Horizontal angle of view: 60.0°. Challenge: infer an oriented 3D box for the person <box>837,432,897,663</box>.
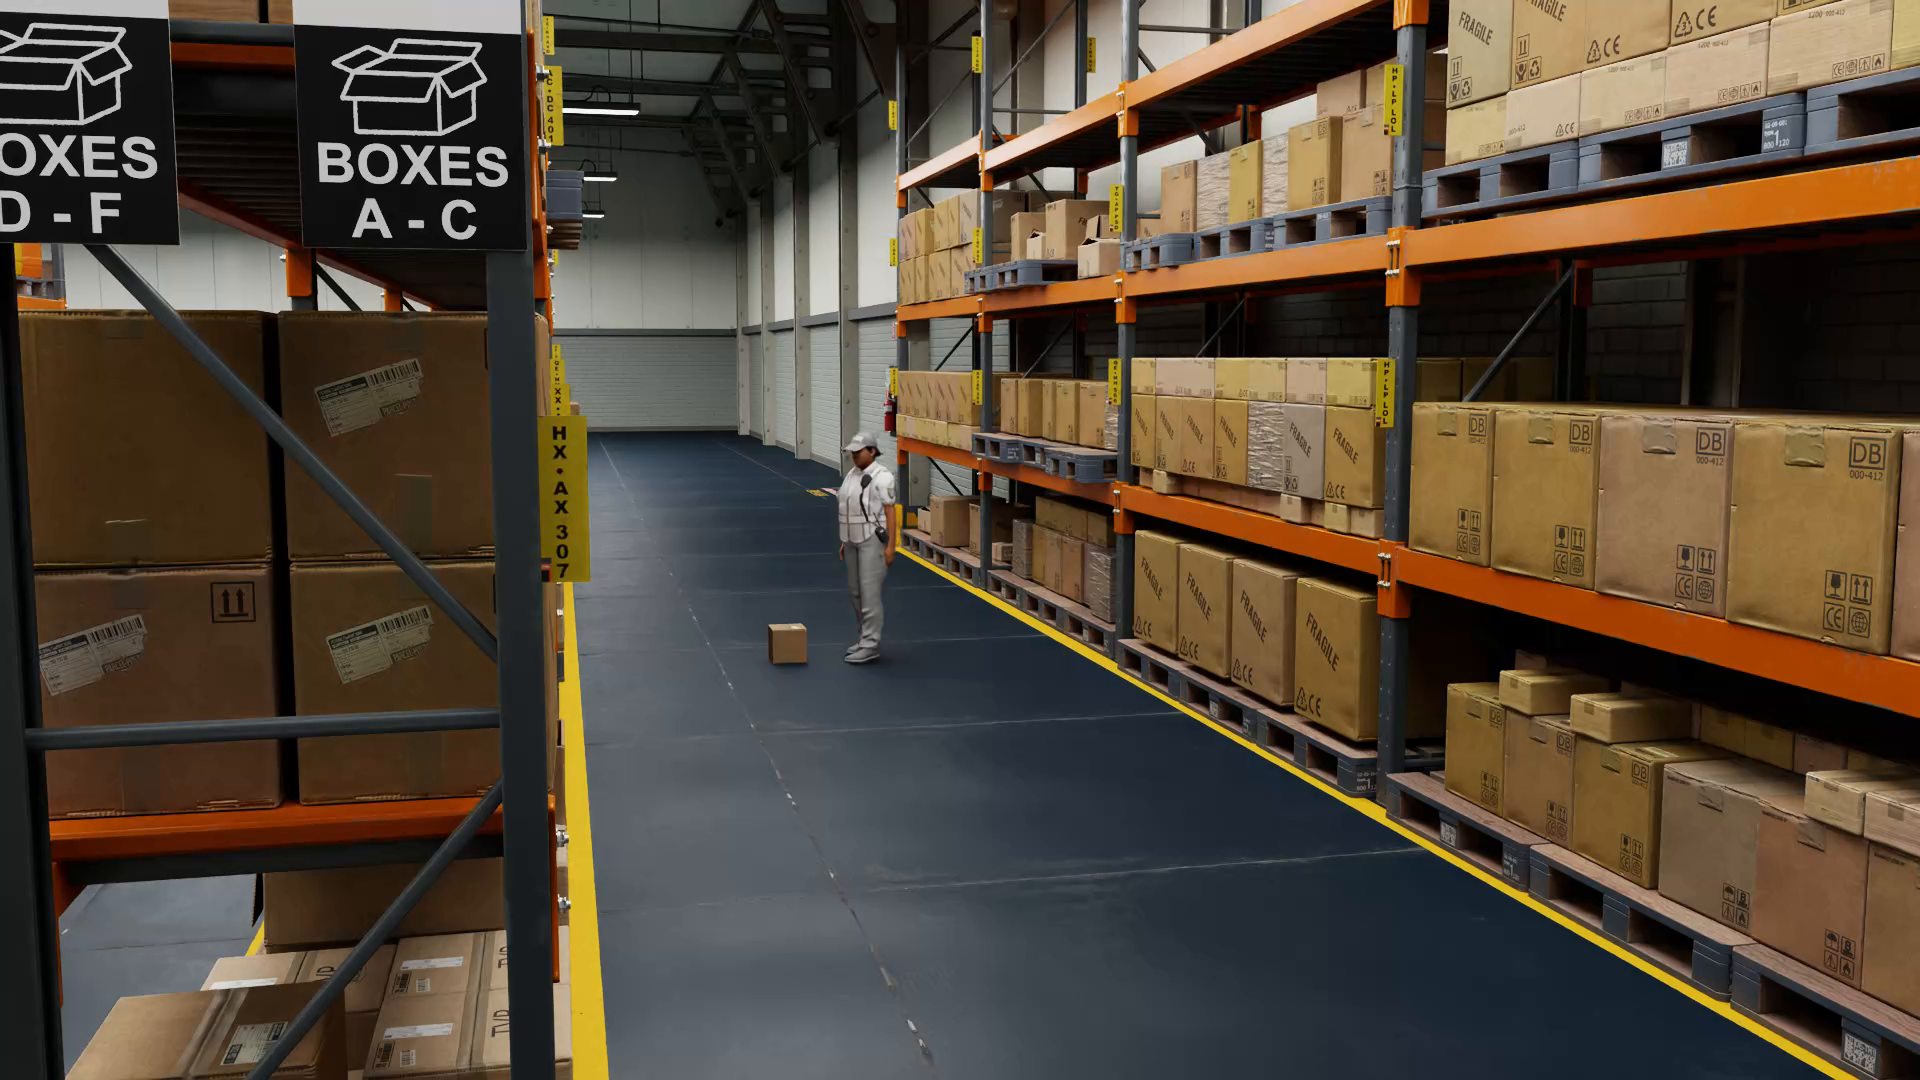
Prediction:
[{"bbox_3d":[-0.750,0.039,12.262,0.538,1.663,0.504,-6,9,-43],"label":"person"}]
